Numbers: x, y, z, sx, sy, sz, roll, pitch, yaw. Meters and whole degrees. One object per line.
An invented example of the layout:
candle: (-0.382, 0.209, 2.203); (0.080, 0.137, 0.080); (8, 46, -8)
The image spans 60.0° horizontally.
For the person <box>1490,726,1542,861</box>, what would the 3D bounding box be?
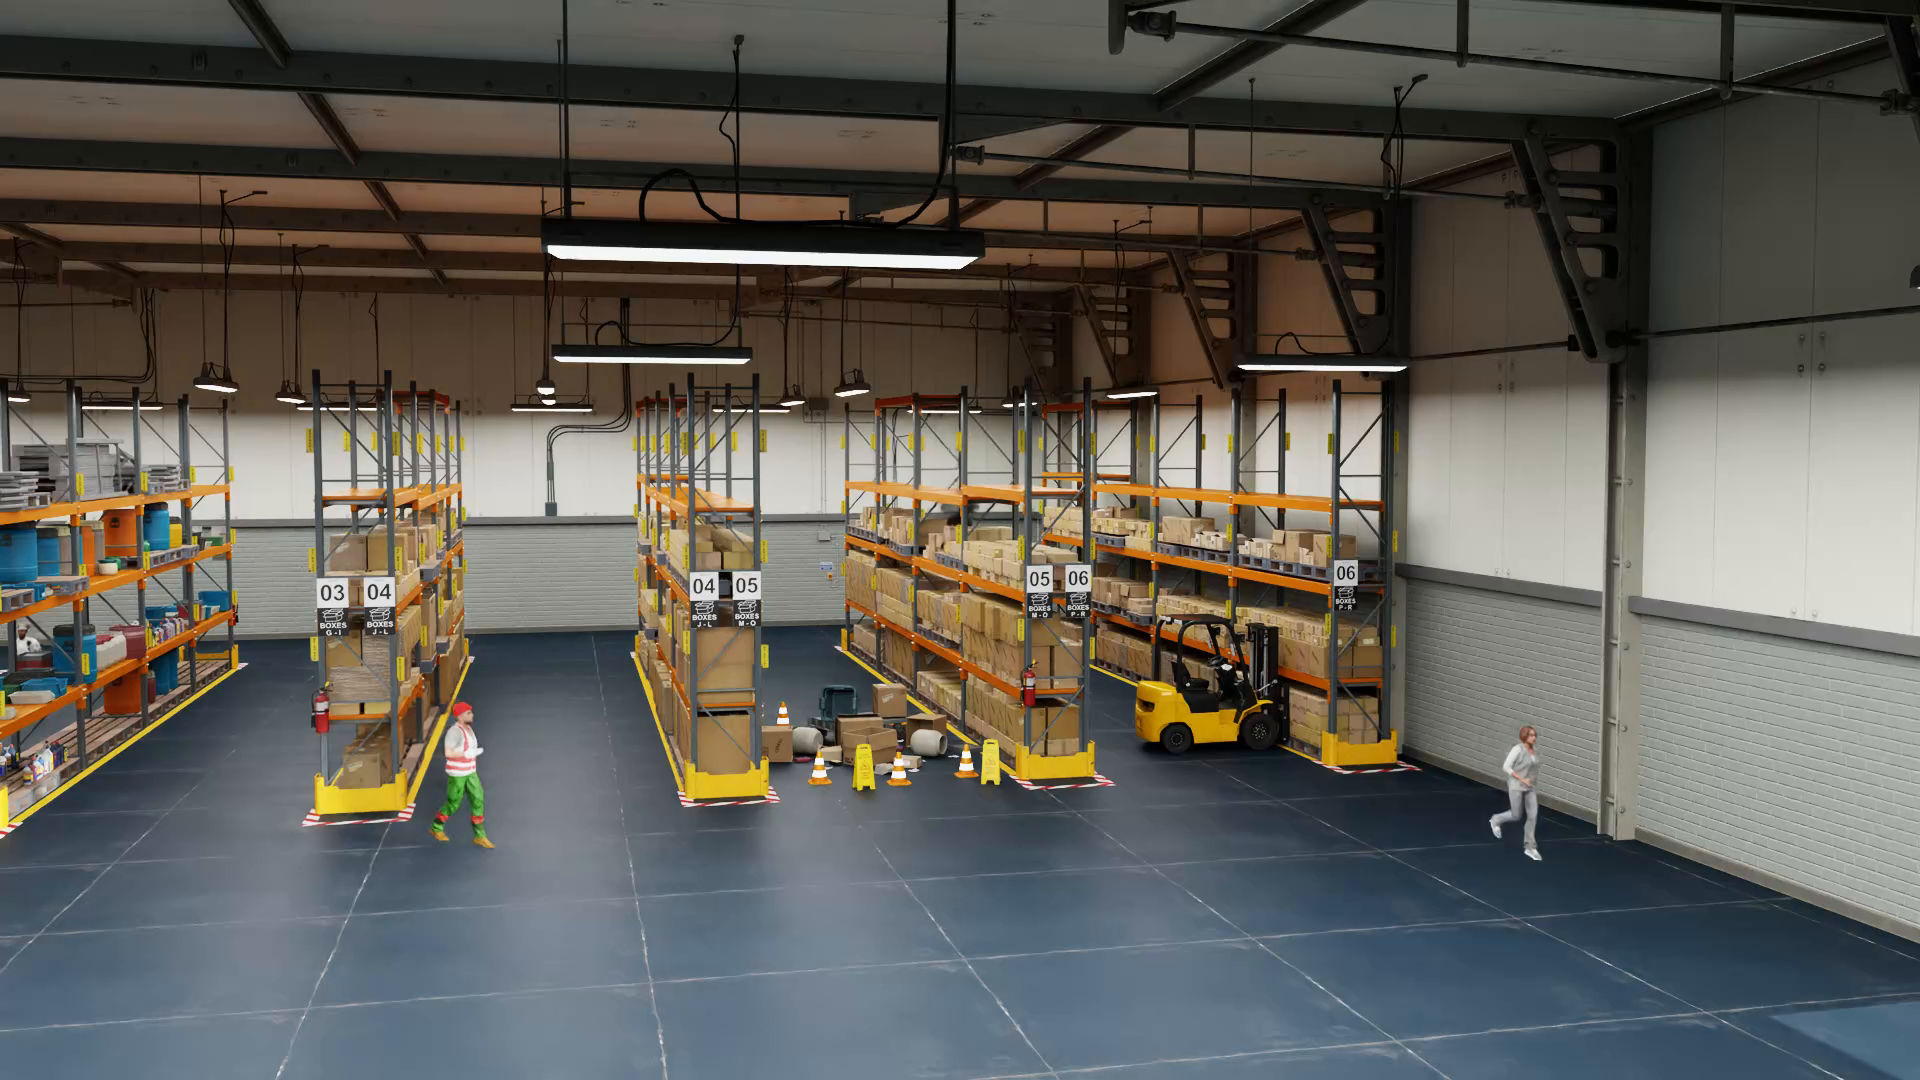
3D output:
person: (6.839, 3.045, 20.321); (0.566, 1.588, 0.868); (-2, 4, -27)

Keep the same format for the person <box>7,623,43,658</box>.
person: (-17.403, 2.379, 30.899); (0.561, 1.677, 0.592); (-1, 3, -16)

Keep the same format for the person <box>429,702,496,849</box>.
person: (-6.197, 2.915, 20.560); (0.896, 1.822, 0.627); (1, 3, 15)
